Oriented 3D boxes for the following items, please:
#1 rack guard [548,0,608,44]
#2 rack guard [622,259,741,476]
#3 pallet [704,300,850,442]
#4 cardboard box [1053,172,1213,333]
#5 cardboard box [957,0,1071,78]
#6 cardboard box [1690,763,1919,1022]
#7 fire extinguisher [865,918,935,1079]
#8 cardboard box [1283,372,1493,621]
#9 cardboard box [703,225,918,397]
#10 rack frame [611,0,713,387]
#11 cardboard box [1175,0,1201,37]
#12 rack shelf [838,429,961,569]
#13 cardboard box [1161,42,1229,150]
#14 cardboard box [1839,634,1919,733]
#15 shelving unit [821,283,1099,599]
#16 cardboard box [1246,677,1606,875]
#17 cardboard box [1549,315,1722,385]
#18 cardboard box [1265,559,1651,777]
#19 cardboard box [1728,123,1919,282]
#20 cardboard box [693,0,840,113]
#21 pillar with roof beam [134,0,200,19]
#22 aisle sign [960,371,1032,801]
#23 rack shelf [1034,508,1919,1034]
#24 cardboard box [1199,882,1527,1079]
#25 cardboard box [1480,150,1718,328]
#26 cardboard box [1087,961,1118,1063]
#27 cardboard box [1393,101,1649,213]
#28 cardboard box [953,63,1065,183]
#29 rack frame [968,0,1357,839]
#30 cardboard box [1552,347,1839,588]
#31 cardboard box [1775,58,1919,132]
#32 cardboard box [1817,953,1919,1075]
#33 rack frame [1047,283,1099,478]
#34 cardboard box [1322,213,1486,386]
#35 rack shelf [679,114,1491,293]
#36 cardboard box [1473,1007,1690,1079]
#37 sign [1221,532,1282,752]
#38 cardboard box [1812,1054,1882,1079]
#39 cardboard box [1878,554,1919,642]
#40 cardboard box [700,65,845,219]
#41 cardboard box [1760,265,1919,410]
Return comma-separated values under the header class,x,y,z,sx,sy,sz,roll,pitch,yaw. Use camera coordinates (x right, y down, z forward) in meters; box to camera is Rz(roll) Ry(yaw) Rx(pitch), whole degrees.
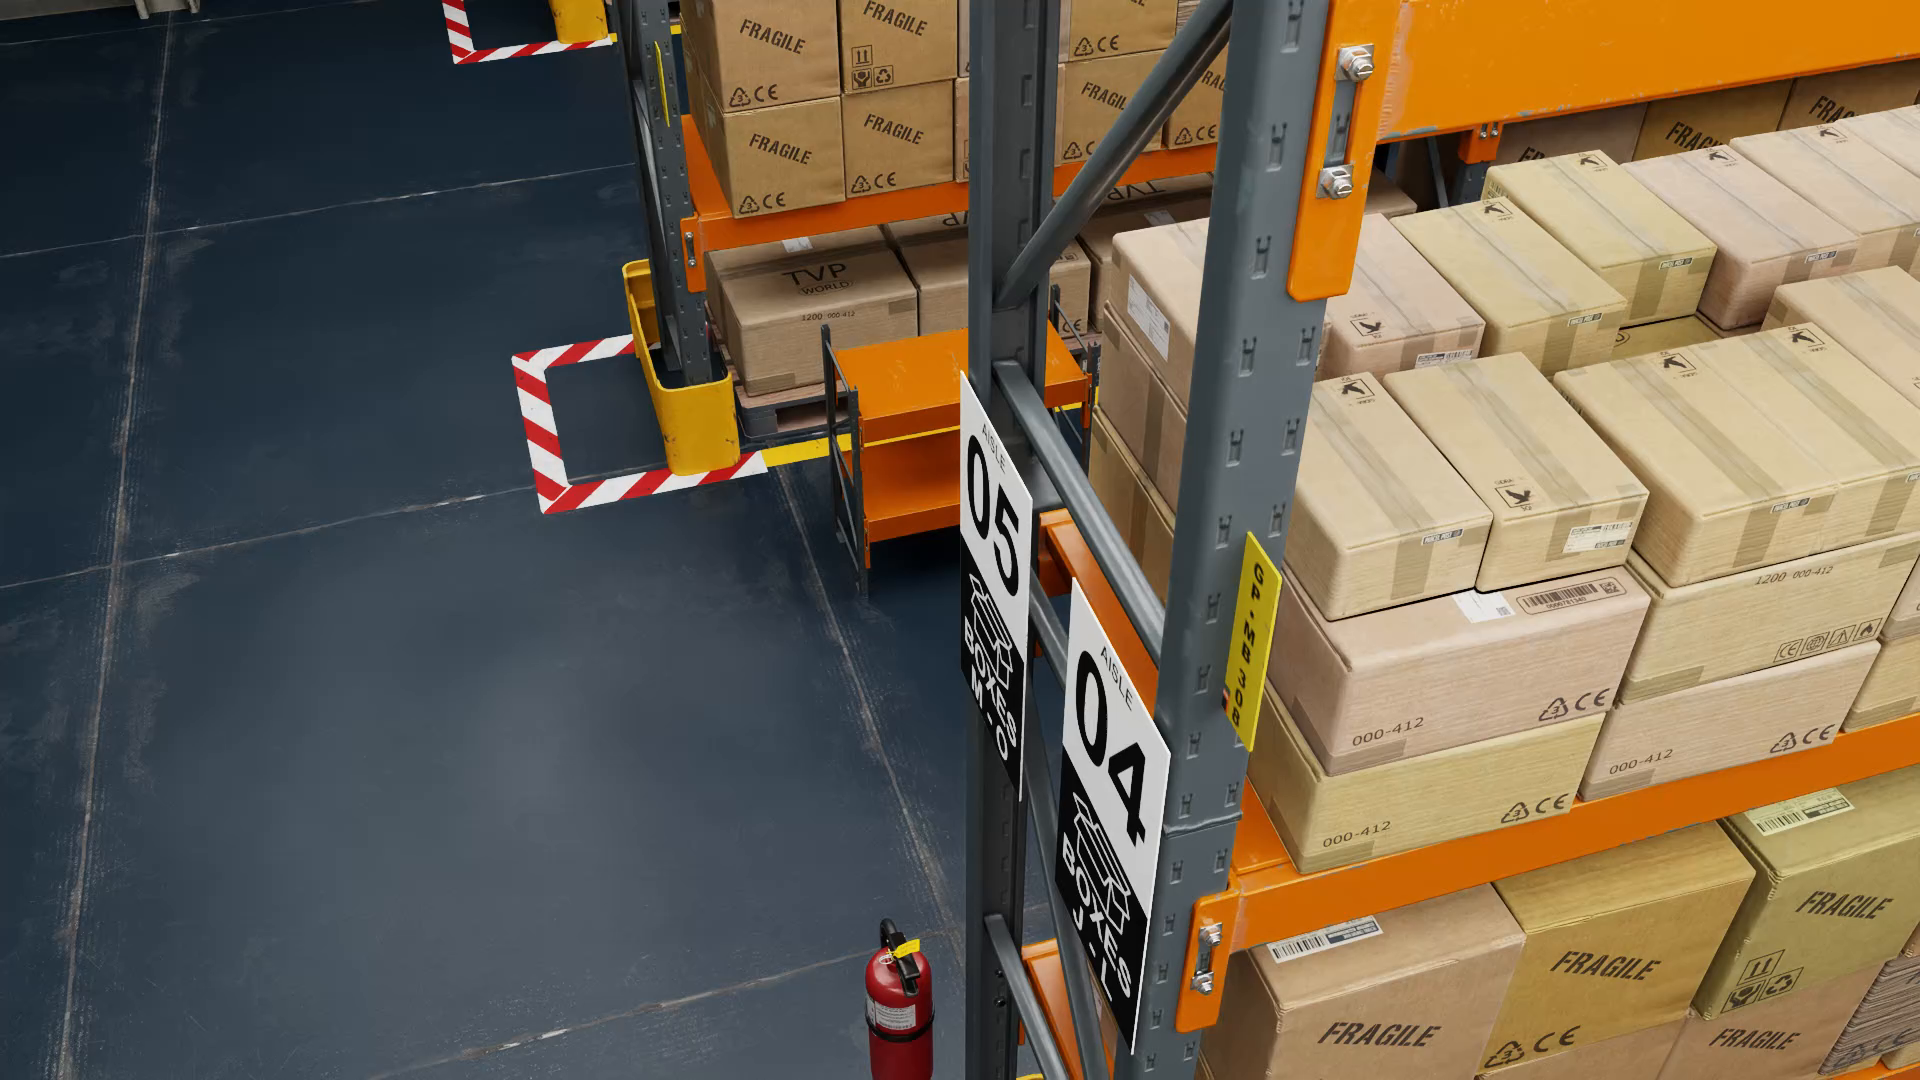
class,x,y,z,sx,sy,sz,roll,pitch,yaw
rack guard,-2.784,-4.017,11.818,0.348,0.500,1.175,-12,42,-13
rack guard,-1.384,-0.883,8.230,0.348,0.500,1.175,-12,42,-13
pallet,-0.622,-0.986,8.568,1.213,0.211,1.003,-12,42,-13
cardboard box,0.969,-1.579,8.755,0.875,0.438,0.875,-13,43,-14
cardboard box,0.161,-2.373,7.199,0.500,0.500,0.500,-12,43,-13
cardboard box,1.712,0.616,3.552,0.500,0.500,0.500,-13,43,-14
fire extinguisher,-0.157,1.187,4.303,0.183,0.674,0.296,-12,42,-13
cardboard box,0.599,-0.075,2.557,0.250,0.149,0.380,-12,43,-13
cardboard box,-0.762,-1.216,8.339,0.875,0.438,0.875,-13,43,-15
rack frame,-1.362,-1.829,7.413,0.127,3.000,1.000,-12,42,-13
cardboard box,1.118,-2.566,7.420,0.500,0.500,0.500,-11,42,-12
rack shelf,-0.006,-0.238,7.389,1.000,0.278,0.538,-12,42,-13
cardboard box,1.124,-2.192,7.752,0.500,0.500,0.500,-12,43,-14
cardboard box,1.718,0.045,3.103,0.500,0.250,0.500,-13,43,-14
shelving unit,-0.006,-0.422,7.228,1.048,1.125,0.538,-12,42,-13
cardboard box,0.727,0.256,2.861,0.500,0.250,0.500,-10,42,-12
cardboard box,1.072,-0.357,3.182,0.500,0.250,0.500,-13,43,-14
cardboard box,0.728,0.070,2.694,0.500,0.250,0.500,-11,42,-12
cardboard box,1.682,-0.638,3.201,0.250,0.149,0.380,-11,42,-12
cardboard box,-0.818,-2.160,6.956,0.500,0.500,0.500,-13,43,-14
pillar with roof beam,-4.405,-4.534,5.949,0.400,9.000,9.100,-12,42,-13
aisle sign,0.062,0.104,3.224,0.004,0.787,0.394,-12,42,-13
rack shelf,2.129,0.003,3.583,4.000,0.370,1.077,-12,42,-13
cardboard box,0.730,0.809,3.332,0.500,0.500,0.500,-12,43,-13
cardboard box,1.179,-0.563,3.115,0.250,0.149,0.380,-11,42,-12
cardboard box,0.448,1.110,4.240,0.250,0.149,0.380,-12,42,-13
cardboard box,3.021,-2.150,9.077,0.875,0.875,0.875,-10,42,-12
cardboard box,0.147,-1.988,7.519,0.500,0.500,0.500,-12,43,-13
rack frame,0.222,-1.002,1.907,0.127,3.000,1.000,-12,42,-13
cardboard box,1.128,-0.122,2.611,0.250,0.149,0.380,-12,43,-13
cardboard box,4.733,-2.510,9.489,0.875,0.875,0.875,-11,42,-13
cardboard box,2.191,0.877,4.014,0.500,0.500,0.500,-13,43,-14
rack frame,0.478,-0.523,7.343,0.032,1.125,0.500,-12,42,-13
cardboard box,0.709,-0.405,2.935,0.250,0.149,0.380,-11,42,-12
rack shelf,0.546,-1.954,8.103,4.000,0.370,1.077,-12,42,-13
cardboard box,1.236,1.070,3.792,0.500,0.500,0.500,-12,42,-13
sign,0.385,0.139,2.216,0.005,0.325,0.100,-12,42,-13
cardboard box,2.102,1.153,4.191,0.250,0.149,0.380,-10,42,-12
cardboard box,1.702,-0.124,2.916,0.500,0.250,0.500,-11,42,-13
cardboard box,-0.817,-1.782,7.283,0.500,0.500,0.500,-12,43,-13
cardboard box,1.575,-0.287,2.800,0.250,0.149,0.380,-11,42,-12
